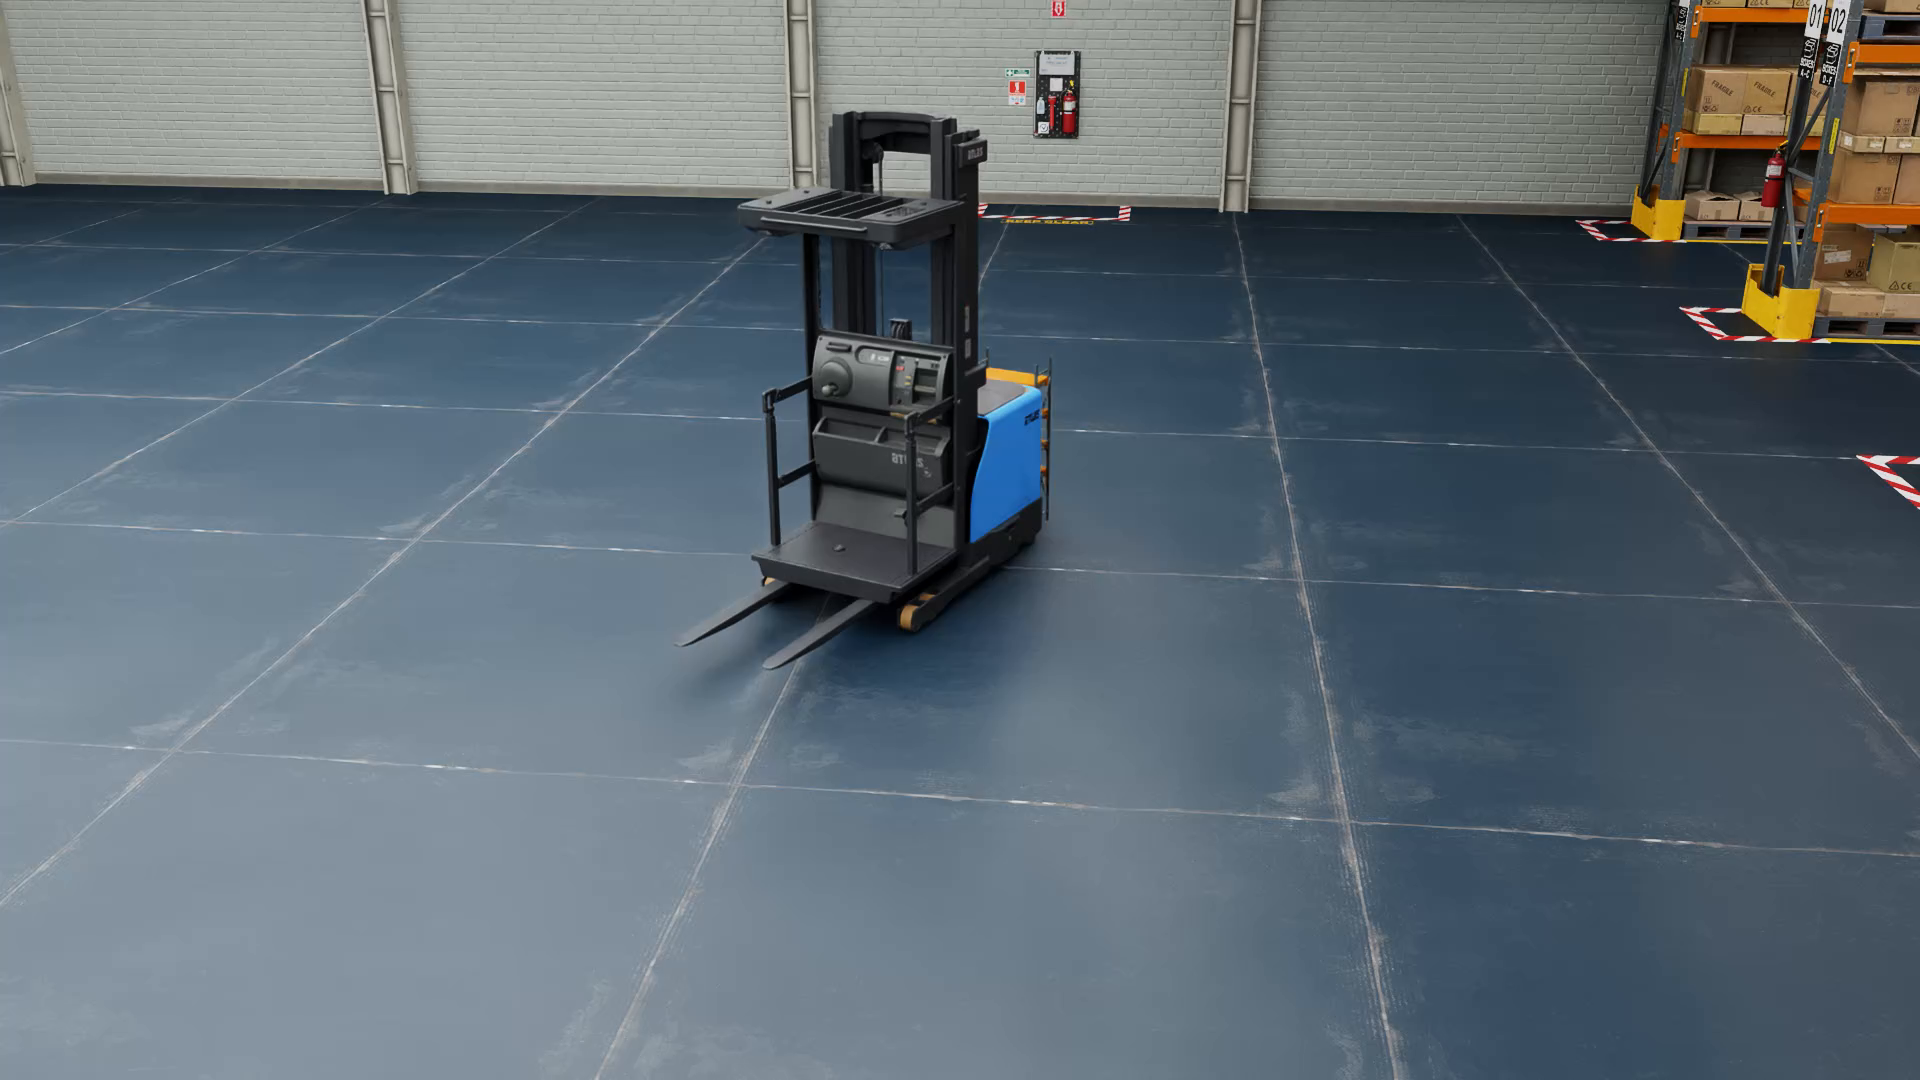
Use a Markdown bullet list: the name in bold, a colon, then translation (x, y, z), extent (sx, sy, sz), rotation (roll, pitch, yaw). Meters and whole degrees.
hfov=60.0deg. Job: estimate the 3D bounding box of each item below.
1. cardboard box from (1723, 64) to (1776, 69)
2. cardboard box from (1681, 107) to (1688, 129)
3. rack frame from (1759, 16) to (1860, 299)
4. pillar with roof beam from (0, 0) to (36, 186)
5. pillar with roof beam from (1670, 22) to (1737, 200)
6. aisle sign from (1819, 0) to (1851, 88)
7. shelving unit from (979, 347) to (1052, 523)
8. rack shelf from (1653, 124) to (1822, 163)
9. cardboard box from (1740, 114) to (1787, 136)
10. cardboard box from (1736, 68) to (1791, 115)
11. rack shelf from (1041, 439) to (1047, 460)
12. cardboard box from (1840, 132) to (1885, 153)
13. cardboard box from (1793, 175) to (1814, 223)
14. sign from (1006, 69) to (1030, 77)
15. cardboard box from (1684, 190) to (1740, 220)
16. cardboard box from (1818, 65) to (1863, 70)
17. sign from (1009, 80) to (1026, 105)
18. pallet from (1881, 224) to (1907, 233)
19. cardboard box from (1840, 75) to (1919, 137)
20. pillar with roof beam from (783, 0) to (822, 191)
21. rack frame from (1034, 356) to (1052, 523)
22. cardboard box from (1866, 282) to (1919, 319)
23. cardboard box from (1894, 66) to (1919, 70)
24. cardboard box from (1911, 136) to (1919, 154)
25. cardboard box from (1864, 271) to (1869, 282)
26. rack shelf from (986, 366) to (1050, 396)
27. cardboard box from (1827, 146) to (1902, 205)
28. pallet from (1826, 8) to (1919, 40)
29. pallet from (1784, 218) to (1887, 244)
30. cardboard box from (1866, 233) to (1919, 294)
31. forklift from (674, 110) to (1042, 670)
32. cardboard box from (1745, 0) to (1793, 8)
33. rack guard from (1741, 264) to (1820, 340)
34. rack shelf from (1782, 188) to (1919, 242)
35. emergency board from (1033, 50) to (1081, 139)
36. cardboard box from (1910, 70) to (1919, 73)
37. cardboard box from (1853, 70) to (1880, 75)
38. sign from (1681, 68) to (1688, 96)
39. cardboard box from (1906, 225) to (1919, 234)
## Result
- **cardboard box**: translation (9.926, -5.723, 20.991), extent (0.500, 0.500, 0.500), rotation (3, 22, 7)
- **cardboard box**: translation (9.421, -5.392, 21.177), extent (0.500, 0.250, 0.500), rotation (3, 22, 7)
- **rack frame**: translation (8.355, -3.594, 16.450), extent (0.127, 3.000, 1.000), rotation (2, 22, 6)
- **pillar with roof beam**: translation (-14.609, -7.944, 19.295), extent (0.400, 9.000, 9.100), rotation (2, 22, 6)
- **pillar with roof beam**: translation (9.225, -6.906, 16.668), extent (0.400, 9.000, 9.100), rotation (2, 22, 6)
- **aisle sign**: translation (8.254, -4.694, 15.696), extent (0.004, 0.787, 0.394), rotation (2, 22, 6)
- **shelving unit**: translation (0.351, -0.700, 11.578), extent (0.503, 1.200, 0.258), rotation (11, 24, 27)
- **rack shelf**: translation (10.920, -4.981, 20.938), extent (4.000, 0.370, 1.077), rotation (2, 22, 6)
- **cardboard box**: translation (9.899, -5.188, 20.658), extent (0.500, 0.250, 0.500), rotation (2, 22, 5)
- **cardboard box**: translation (9.863, -5.535, 20.518), extent (0.500, 0.500, 0.500), rotation (3, 22, 6)
- **rack shelf**: translation (0.351, -0.637, 11.603), extent (0.480, 0.148, 0.258), rotation (11, 24, 27)
- **cardboard box**: translation (8.719, -3.846, 16.070), extent (0.250, 0.149, 0.380), rotation (2, 22, 6)
- **cardboard box**: translation (10.899, -4.307, 21.056), extent (0.500, 0.500, 0.700), rotation (1, 22, 3)
- **sign**: translation (0.790, -6.390, 22.752), extent (0.331, 0.109, 0.001), rotation (2, 22, 6)
- **cardboard box**: translation (9.611, -4.294, 21.279), extent (0.500, 0.311, 0.500), rotation (0, 22, 0)
- **cardboard box**: translation (10.940, -5.680, 20.884), extent (0.500, 0.500, 0.500), rotation (3, 22, 7)
- **sign**: translation (0.786, -6.147, 22.859), extent (0.234, 0.329, 0.001), rotation (2, 22, 6)
- **pallet**: translation (12.235, -3.949, 21.141), extent (1.213, 0.211, 1.003), rotation (2, 22, 6)
- **cardboard box**: translation (8.870, -4.216, 16.124), extent (0.500, 0.500, 0.700), rotation (3, 22, 6)
- **pillar with roof beam**: translation (-2.692, -7.425, 17.982), extent (0.400, 9.000, 9.100), rotation (2, 22, 6)
- **rack frame**: translation (0.565, -0.657, 11.469), extent (0.015, 1.200, 0.240), rotation (11, 24, 27)
- **cardboard box**: translation (9.358, -2.386, 16.563), extent (0.500, 0.250, 0.500), rotation (2, 22, 6)
- **cardboard box**: translation (11.951, -5.638, 20.778), extent (0.500, 0.500, 0.500), rotation (2, 22, 6)
- **cardboard box**: translation (9.229, -3.824, 16.015), extent (0.250, 0.149, 0.380), rotation (3, 22, 7)
- **cardboard box**: translation (9.420, -2.578, 17.049), extent (0.500, 0.250, 0.500), rotation (2, 22, 6)
- **rack shelf**: translation (0.351, -1.066, 11.434), extent (0.480, 0.148, 0.258), rotation (11, 24, 27)
- **cardboard box**: translation (8.817, -3.615, 16.368), extent (0.500, 0.500, 0.700), rotation (3, 22, 6)
- **pallet**: translation (9.054, -4.907, 15.813), extent (1.213, 0.211, 1.003), rotation (2, 22, 6)
- **pallet**: translation (11.020, -4.001, 21.272), extent (1.213, 0.211, 1.003), rotation (2, 22, 6)
- **cardboard box**: translation (9.358, -2.734, 16.423), extent (0.500, 0.500, 0.500), rotation (2, 22, 6)
- **forklift**: translation (-0.591, -0.998, 9.977), extent (1.130, 2.935, 3.031), rotation (11, 24, 27)
- **cardboard box**: translation (9.766, -6.711, 20.092), extent (0.500, 0.500, 0.500), rotation (4, 22, 10)
- **rack guard**: translation (8.331, -2.432, 16.912), extent (0.348, 0.500, 1.175), rotation (2, 22, 6)
- **rack shelf**: translation (10.341, -3.173, 16.363), extent (4.000, 0.370, 1.077), rotation (2, 22, 6)
- **emergency board**: translation (1.323, -6.068, 22.709), extent (0.643, 1.169, 0.194), rotation (2, 22, 6)
- **cardboard box**: translation (11.904, -5.445, 20.289), extent (0.500, 0.500, 0.500), rotation (2, 22, 6)
- **cardboard box**: translation (10.889, -5.493, 20.410), extent (0.500, 0.500, 0.500), rotation (3, 22, 8)
- **sign**: translation (8.871, -5.607, 20.365), extent (0.005, 0.325, 0.100), rotation (2, 22, 6)
- **cardboard box**: translation (9.917, -2.906, 16.860), extent (0.500, 0.500, 0.500), rotation (2, 22, 6)
